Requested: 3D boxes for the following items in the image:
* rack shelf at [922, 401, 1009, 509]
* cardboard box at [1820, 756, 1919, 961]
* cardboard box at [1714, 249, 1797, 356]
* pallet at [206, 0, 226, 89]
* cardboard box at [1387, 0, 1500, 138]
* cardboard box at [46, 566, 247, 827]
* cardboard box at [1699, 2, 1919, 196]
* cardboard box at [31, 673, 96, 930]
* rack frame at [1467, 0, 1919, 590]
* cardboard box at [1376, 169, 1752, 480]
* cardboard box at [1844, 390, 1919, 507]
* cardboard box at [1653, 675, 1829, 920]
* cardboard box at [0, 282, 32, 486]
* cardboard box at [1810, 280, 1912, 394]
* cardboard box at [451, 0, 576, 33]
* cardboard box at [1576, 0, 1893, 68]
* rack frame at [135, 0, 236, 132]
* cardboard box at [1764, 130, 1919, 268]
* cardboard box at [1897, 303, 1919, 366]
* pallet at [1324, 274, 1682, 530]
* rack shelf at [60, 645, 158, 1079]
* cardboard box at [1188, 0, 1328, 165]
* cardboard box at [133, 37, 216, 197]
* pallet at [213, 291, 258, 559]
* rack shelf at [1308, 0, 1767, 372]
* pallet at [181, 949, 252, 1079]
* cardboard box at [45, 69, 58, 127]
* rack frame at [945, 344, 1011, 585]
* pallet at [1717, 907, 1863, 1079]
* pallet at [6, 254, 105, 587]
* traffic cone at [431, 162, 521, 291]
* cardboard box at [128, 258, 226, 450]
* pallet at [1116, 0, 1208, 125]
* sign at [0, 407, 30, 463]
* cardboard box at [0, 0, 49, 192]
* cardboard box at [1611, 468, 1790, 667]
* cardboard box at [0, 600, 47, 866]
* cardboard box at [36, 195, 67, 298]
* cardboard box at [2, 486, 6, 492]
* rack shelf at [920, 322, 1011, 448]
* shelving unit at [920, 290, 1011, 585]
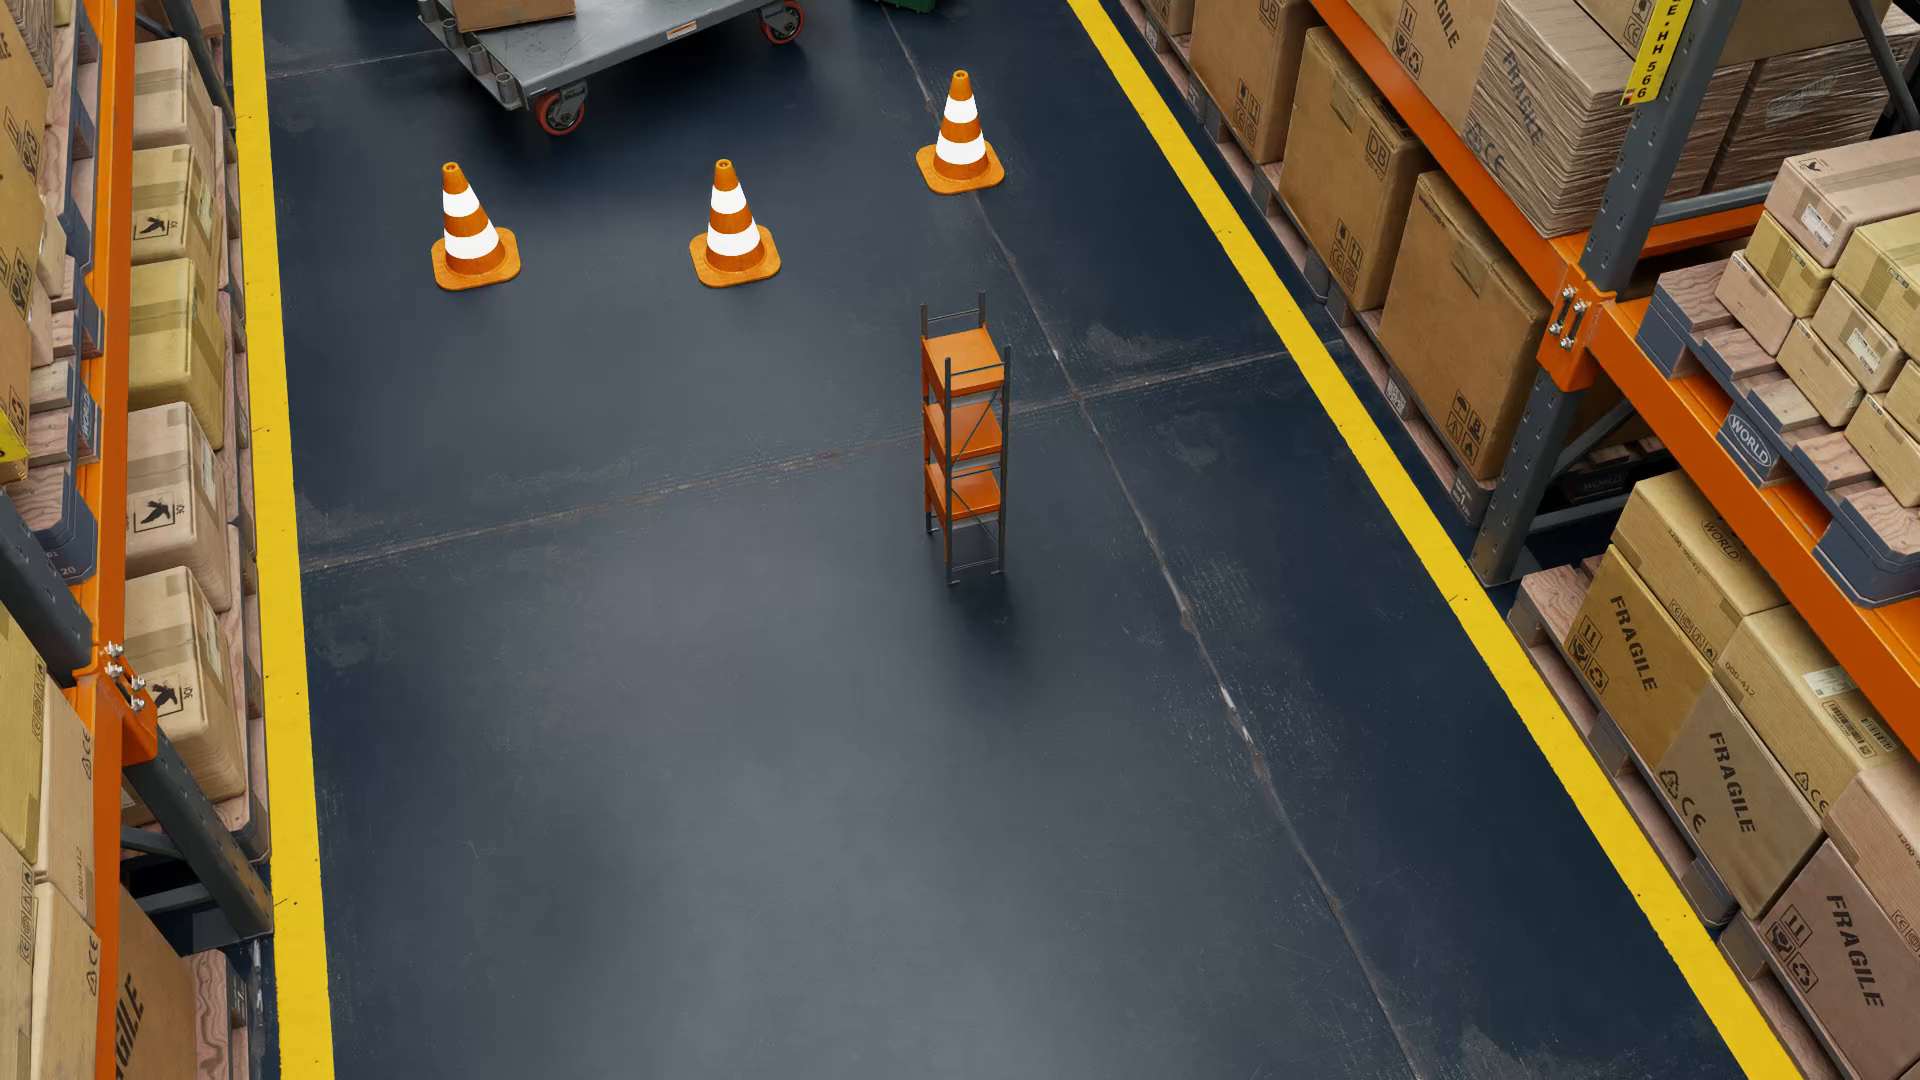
[{"bbox_3d":[0.016,-0.292,5.324,0.215,0.259,0.240,-13,51,-11],"label":"rack shelf"},{"bbox_3d":[2.485,0.765,4.013,0.500,0.250,0.500,-13,51,-11],"label":"cardboard box"},{"bbox_3d":[2.168,-0.638,4.216,0.380,0.149,0.250,-14,51,-11],"label":"cardboard box"},{"bbox_3d":[-3.886,-2.268,7.524,1.003,0.211,1.213,-13,51,-11],"label":"pallet"},{"bbox_3d":[1.693,-1.621,5.090,0.500,0.500,0.500,-13,51,-11],"label":"cardboard box"},{"bbox_3d":[-2.628,0.533,4.782,0.950,0.372,0.625,-16,52,-13],"label":"cardboard box"},{"bbox_3d":[2.354,-1.377,4.884,0.500,0.500,0.500,-13,51,-11],"label":"cardboard box"},{"bbox_3d":[-2.073,0.596,3.384,0.500,0.250,0.500,-15,51,-12],"label":"cardboard box"},{"bbox_3d":[2.228,-0.956,4.594,1.000,3.000,0.127,-13,51,-11],"label":"rack frame"},{"bbox_3d":[2.134,-0.832,5.686,1.050,0.750,0.750,-14,51,-11],"label":"cardboard box"},{"bbox_3d":[2.327,-0.245,3.885,0.380,0.149,0.250,-11,51,-9],"label":"cardboard box"},{"bbox_3d":[2.346,0.655,4.596,0.500,0.500,0.500,-13,51,-11],"label":"cardboard box"},{"bbox_3d":[-2.382,-0.408,3.597,0.500,0.500,0.500,-15,51,-12],"label":"cardboard box"},{"bbox_3d":[2.262,-0.510,3.914,0.380,0.149,0.250,-11,51,-9],"label":"cardboard box"},{"bbox_3d":[-1.962,-2.548,7.075,0.500,0.500,0.500,-13,51,-11],"label":"cardboard box"},{"bbox_3d":[2.105,-1.641,4.452,0.700,0.500,0.500,-14,51,-11],"label":"cardboard box"},{"bbox_3d":[-3.653,-2.685,6.051,1.000,3.000,0.127,-13,51,-11],"label":"rack frame"},{"bbox_3d":[2.181,-0.818,3.978,0.380,0.149,0.250,-13,51,-11],"label":"cardboard box"},{"bbox_3d":[2.330,-0.445,3.664,0.380,0.149,0.250,-14,51,-11],"label":"cardboard box"},{"bbox_3d":[2.067,-0.650,6.160,1.003,0.211,1.213,-13,51,-11],"label":"pallet"},{"bbox_3d":[-1.879,1.929,2.632,1.077,0.370,4.000,-13,51,-11],"label":"rack shelf"},{"bbox_3d":[1.597,-2.150,6.797,1.050,0.750,0.750,-13,51,-11],"label":"cardboard box"},{"bbox_3d":[-3.496,-1.591,6.573,0.950,0.372,0.625,-13,51,-11],"label":"cardboard box"},{"bbox_3d":[-3.057,-0.325,5.886,1.003,0.211,1.213,-13,51,-11],"label":"pallet"},{"bbox_3d":[1.637,-2.185,6.101,1.077,0.370,4.000,-13,51,-11],"label":"rack shelf"},{"bbox_3d":[-2.309,1.728,4.155,1.003,0.211,1.213,-13,51,-11],"label":"pallet"},{"bbox_3d":[-2.820,-1.288,4.764,0.380,0.149,0.250,-12,51,-10],"label":"cardboard box"},{"bbox_3d":[0.052,-0.210,5.241,0.200,1.050,0.008,-13,51,-11],"label":"rack frame"},{"bbox_3d":[2.815,1.403,4.429,1.003,0.211,1.213,-13,51,-11],"label":"pallet"},{"bbox_3d":[-2.783,-0.198,4.080,1.213,0.211,1.003,-13,51,-11],"label":"pallet"},{"bbox_3d":[-1.949,-1.278,6.525,0.336,0.463,0.334,-13,51,-11],"label":"traffic cone"},{"bbox_3d":[-3.073,-0.559,5.703,0.950,0.372,0.625,-12,51,-10],"label":"cardboard box"},{"bbox_3d":[1.346,-2.432,7.663,1.003,0.211,1.213,-13,51,-11],"label":"pallet"},{"bbox_3d":[-1.941,-0.264,3.254,0.100,0.325,0.005,-13,51,-11],"label":"sign"},{"bbox_3d":[-2.707,-1.173,4.242,0.500,0.500,0.500,-13,51,-10],"label":"cardboard box"},{"bbox_3d":[2.201,0.031,4.632,0.500,0.250,0.500,-15,52,-13],"label":"cardboard box"},{"bbox_3d":[-2.084,0.420,3.205,0.500,0.250,0.500,-13,51,-11],"label":"cardboard box"},{"bbox_3d":[-2.539,-0.727,4.291,0.380,0.149,0.250,-13,51,-11],"label":"cardboard box"},{"bbox_3d":[-2.389,-0.097,3.760,0.380,0.149,0.250,-16,52,-13],"label":"cardboard box"},{"bbox_3d":[0.016,-0.475,5.107,0.215,0.259,0.240,-13,51,-11],"label":"rack shelf"},{"bbox_3d":[0.016,-0.299,5.316,0.215,1.050,0.252,-13,51,-11],"label":"shelving unit"}]
